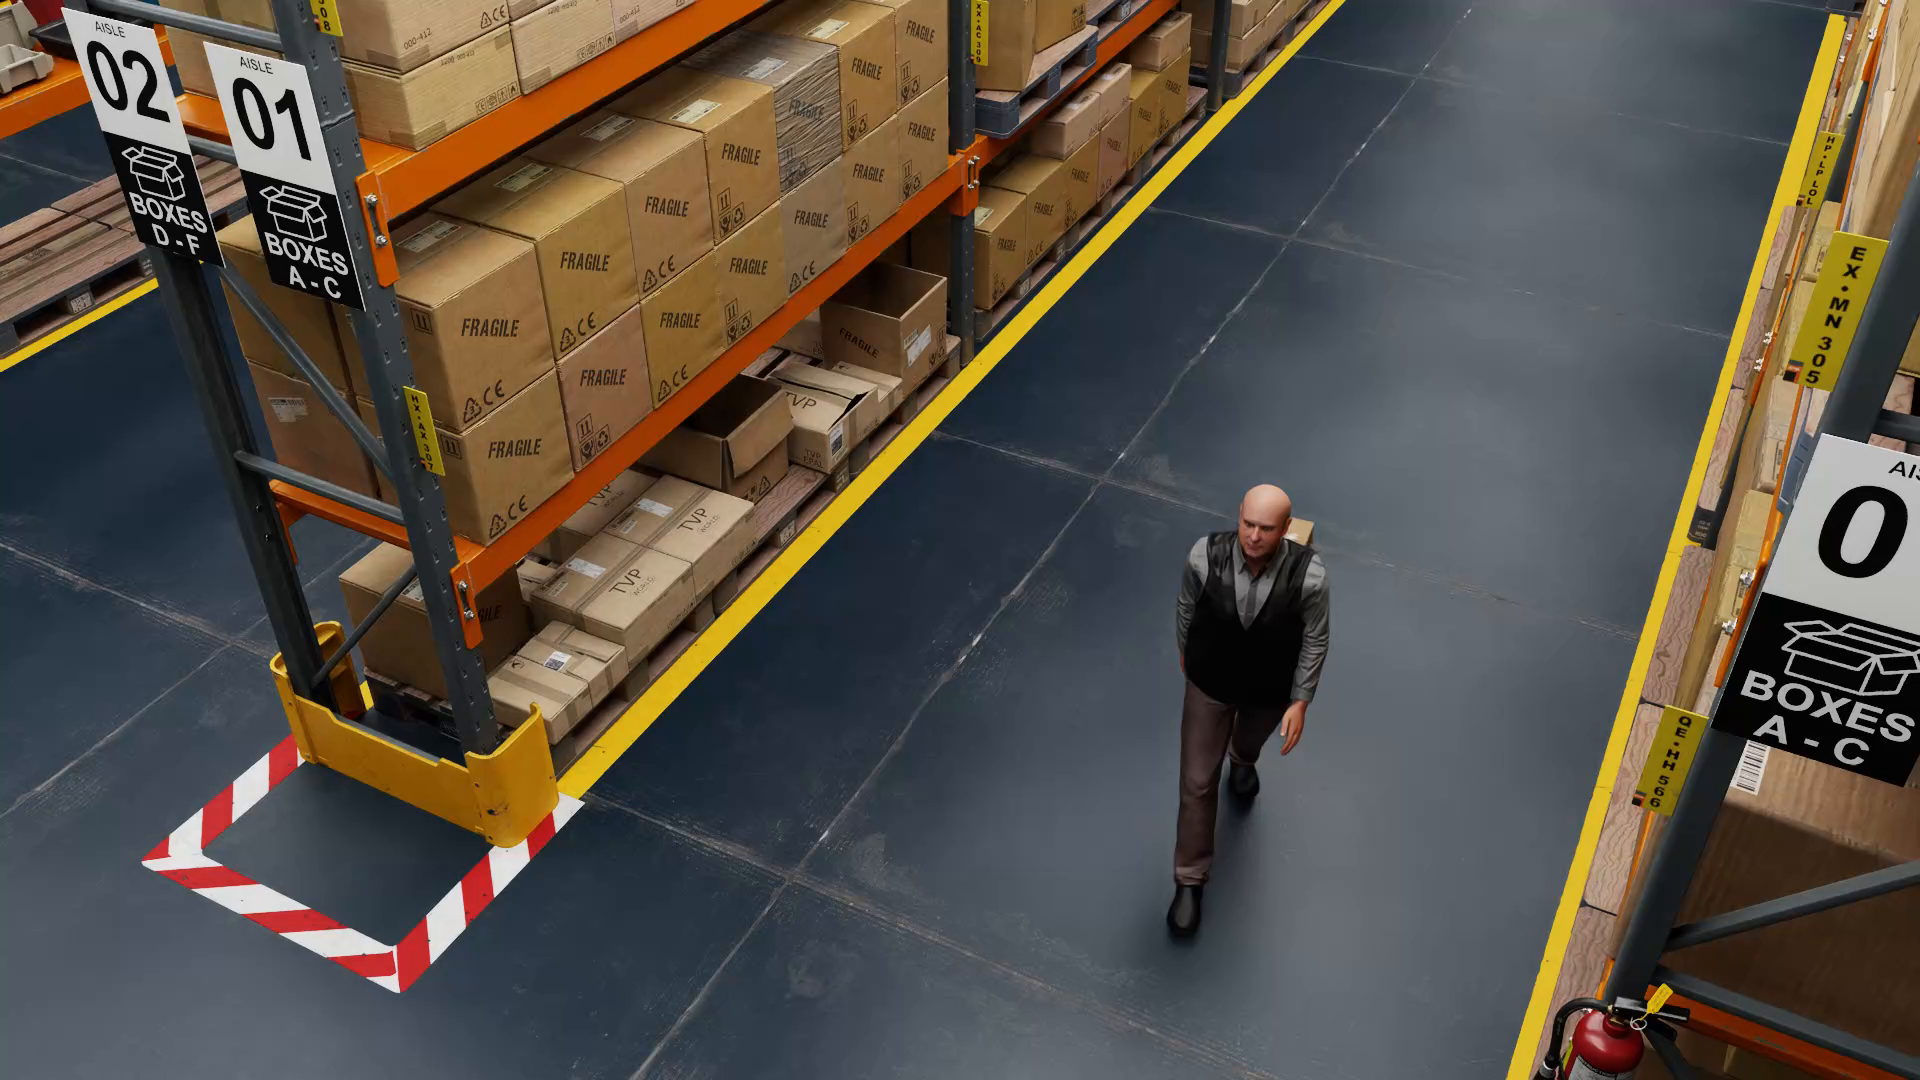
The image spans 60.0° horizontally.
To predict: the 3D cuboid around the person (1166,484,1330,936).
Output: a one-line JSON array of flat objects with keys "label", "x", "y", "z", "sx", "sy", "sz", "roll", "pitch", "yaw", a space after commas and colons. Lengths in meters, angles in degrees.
[{"label": "person", "x": 1.032, "y": 0.540, "z": 6.055, "sx": 0.552, "sy": 1.662, "sz": 1.051, "roll": 7, "pitch": 38, "yaw": 9}]
